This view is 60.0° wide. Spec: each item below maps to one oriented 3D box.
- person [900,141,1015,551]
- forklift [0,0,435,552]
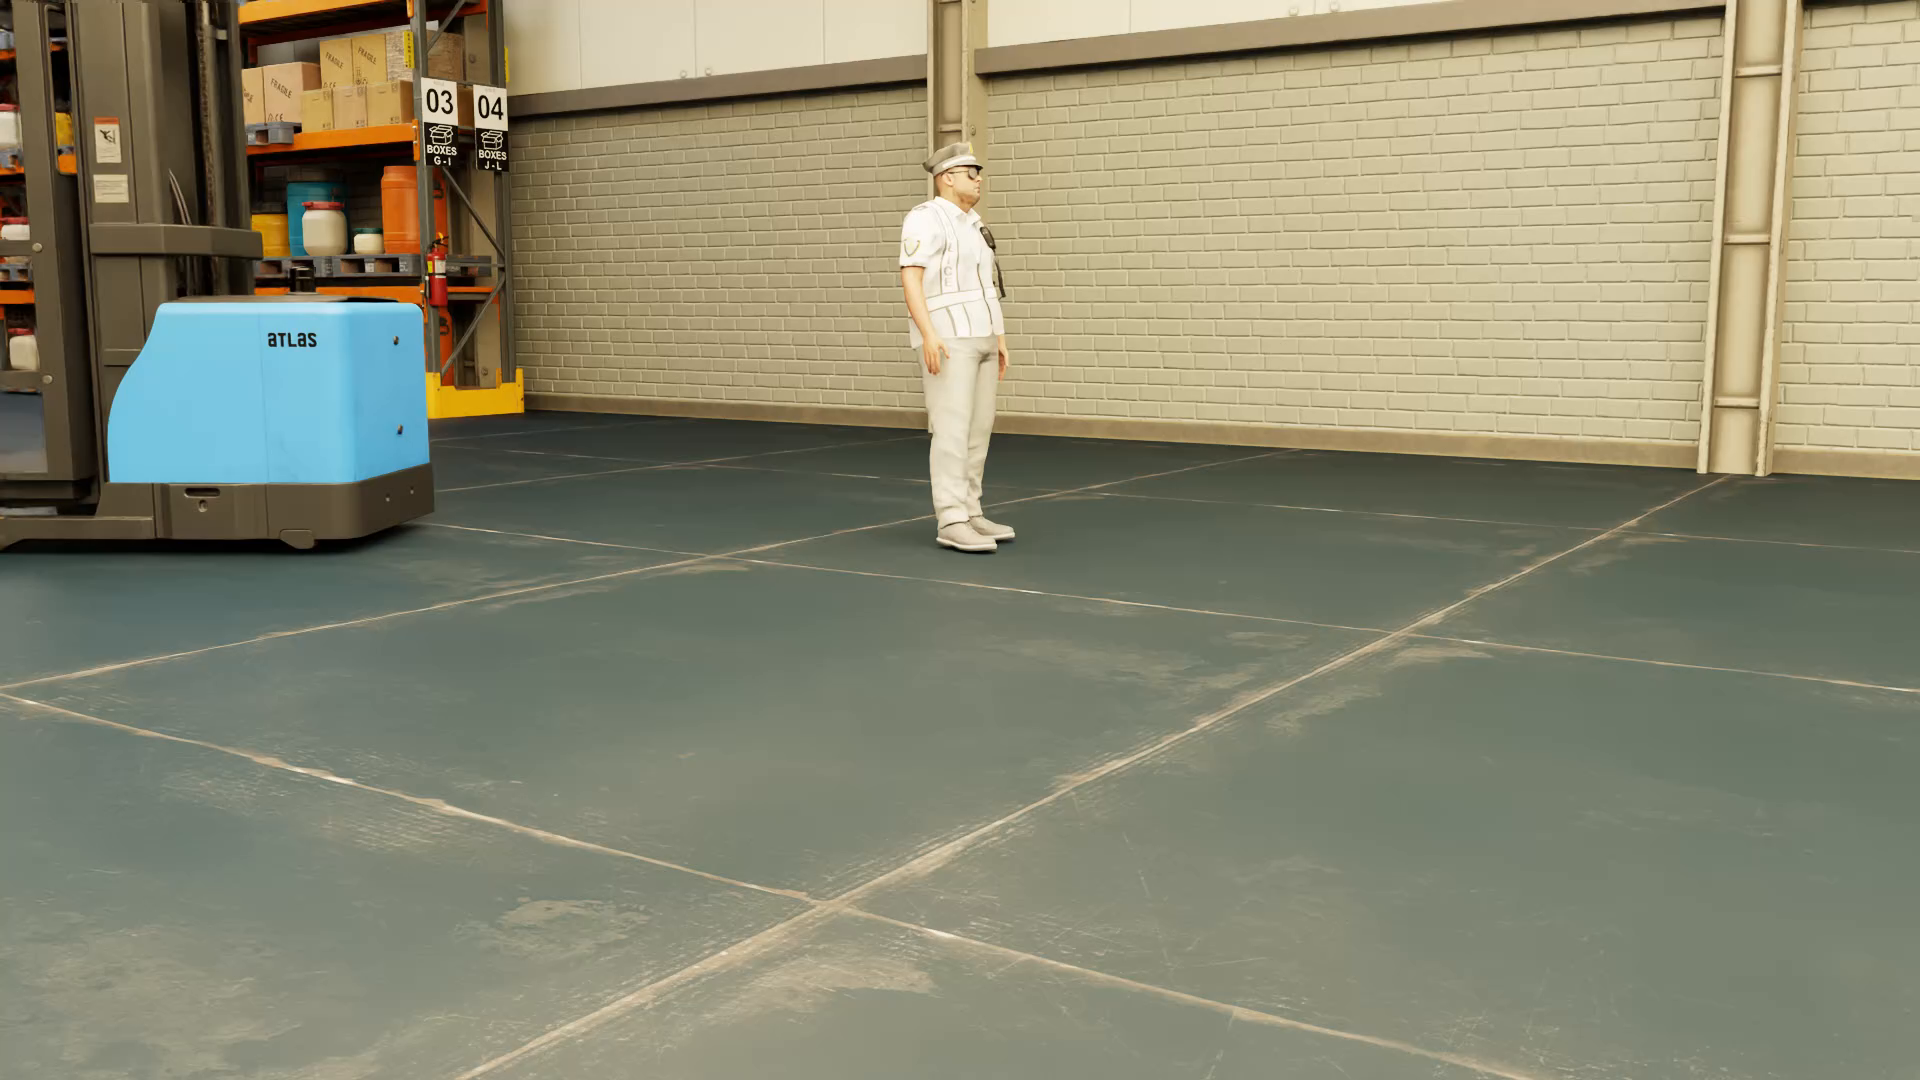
[{"bbox_3d":[0.057,-0.880,7.424,0.575,1.778,0.640,5,10,34],"label":"person"},{"bbox_3d":[-4.074,-1.463,7.484,3.031,2.935,1.130,0,8,2],"label":"forklift"}]
